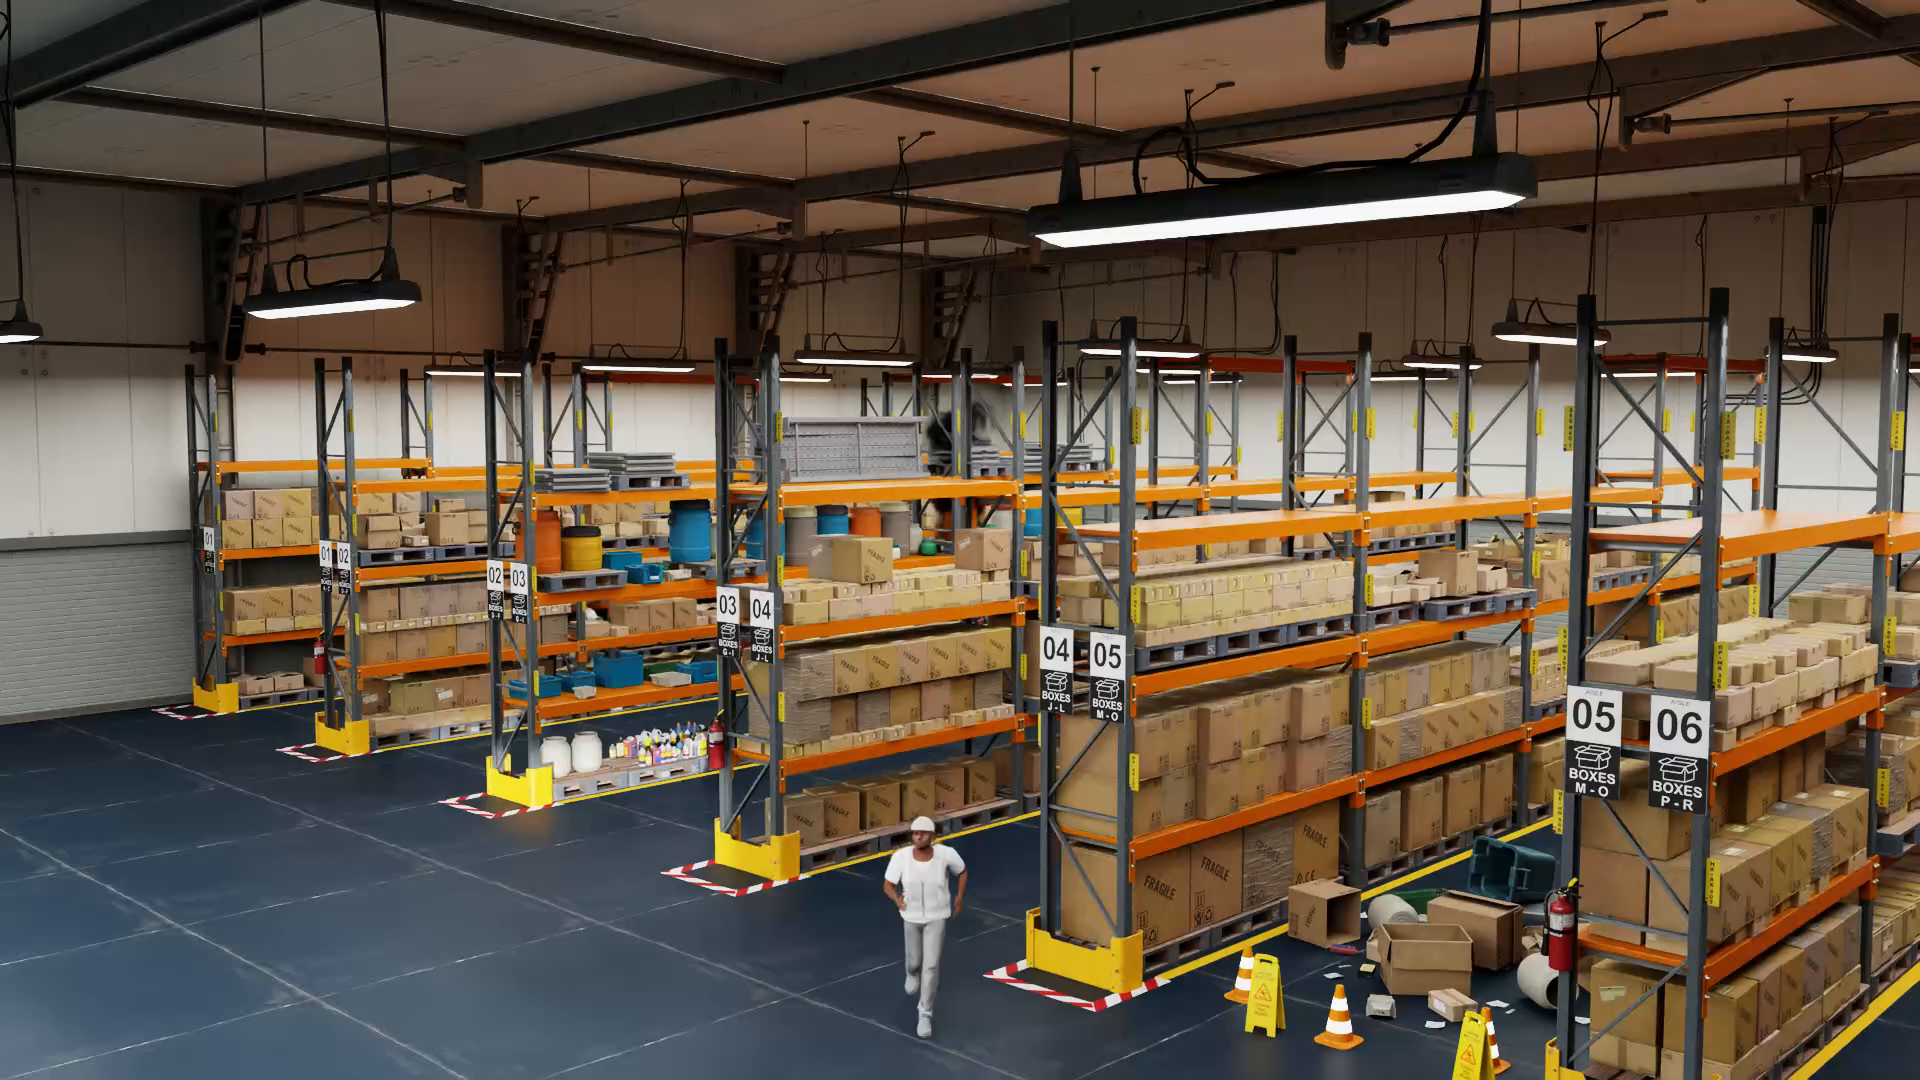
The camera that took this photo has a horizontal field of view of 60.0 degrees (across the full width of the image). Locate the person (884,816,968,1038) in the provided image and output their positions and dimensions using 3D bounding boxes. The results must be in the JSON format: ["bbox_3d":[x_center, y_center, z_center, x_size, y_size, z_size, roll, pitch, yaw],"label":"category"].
[{"bbox_3d":[-0.293,3.206,14.153,0.709,1.768,0.952,0,4,4],"label":"person"}]

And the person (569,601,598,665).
[{"bbox_3d":[-6.996,1.904,31.249,0.686,1.829,0.875,3,6,37],"label":"person"}]
